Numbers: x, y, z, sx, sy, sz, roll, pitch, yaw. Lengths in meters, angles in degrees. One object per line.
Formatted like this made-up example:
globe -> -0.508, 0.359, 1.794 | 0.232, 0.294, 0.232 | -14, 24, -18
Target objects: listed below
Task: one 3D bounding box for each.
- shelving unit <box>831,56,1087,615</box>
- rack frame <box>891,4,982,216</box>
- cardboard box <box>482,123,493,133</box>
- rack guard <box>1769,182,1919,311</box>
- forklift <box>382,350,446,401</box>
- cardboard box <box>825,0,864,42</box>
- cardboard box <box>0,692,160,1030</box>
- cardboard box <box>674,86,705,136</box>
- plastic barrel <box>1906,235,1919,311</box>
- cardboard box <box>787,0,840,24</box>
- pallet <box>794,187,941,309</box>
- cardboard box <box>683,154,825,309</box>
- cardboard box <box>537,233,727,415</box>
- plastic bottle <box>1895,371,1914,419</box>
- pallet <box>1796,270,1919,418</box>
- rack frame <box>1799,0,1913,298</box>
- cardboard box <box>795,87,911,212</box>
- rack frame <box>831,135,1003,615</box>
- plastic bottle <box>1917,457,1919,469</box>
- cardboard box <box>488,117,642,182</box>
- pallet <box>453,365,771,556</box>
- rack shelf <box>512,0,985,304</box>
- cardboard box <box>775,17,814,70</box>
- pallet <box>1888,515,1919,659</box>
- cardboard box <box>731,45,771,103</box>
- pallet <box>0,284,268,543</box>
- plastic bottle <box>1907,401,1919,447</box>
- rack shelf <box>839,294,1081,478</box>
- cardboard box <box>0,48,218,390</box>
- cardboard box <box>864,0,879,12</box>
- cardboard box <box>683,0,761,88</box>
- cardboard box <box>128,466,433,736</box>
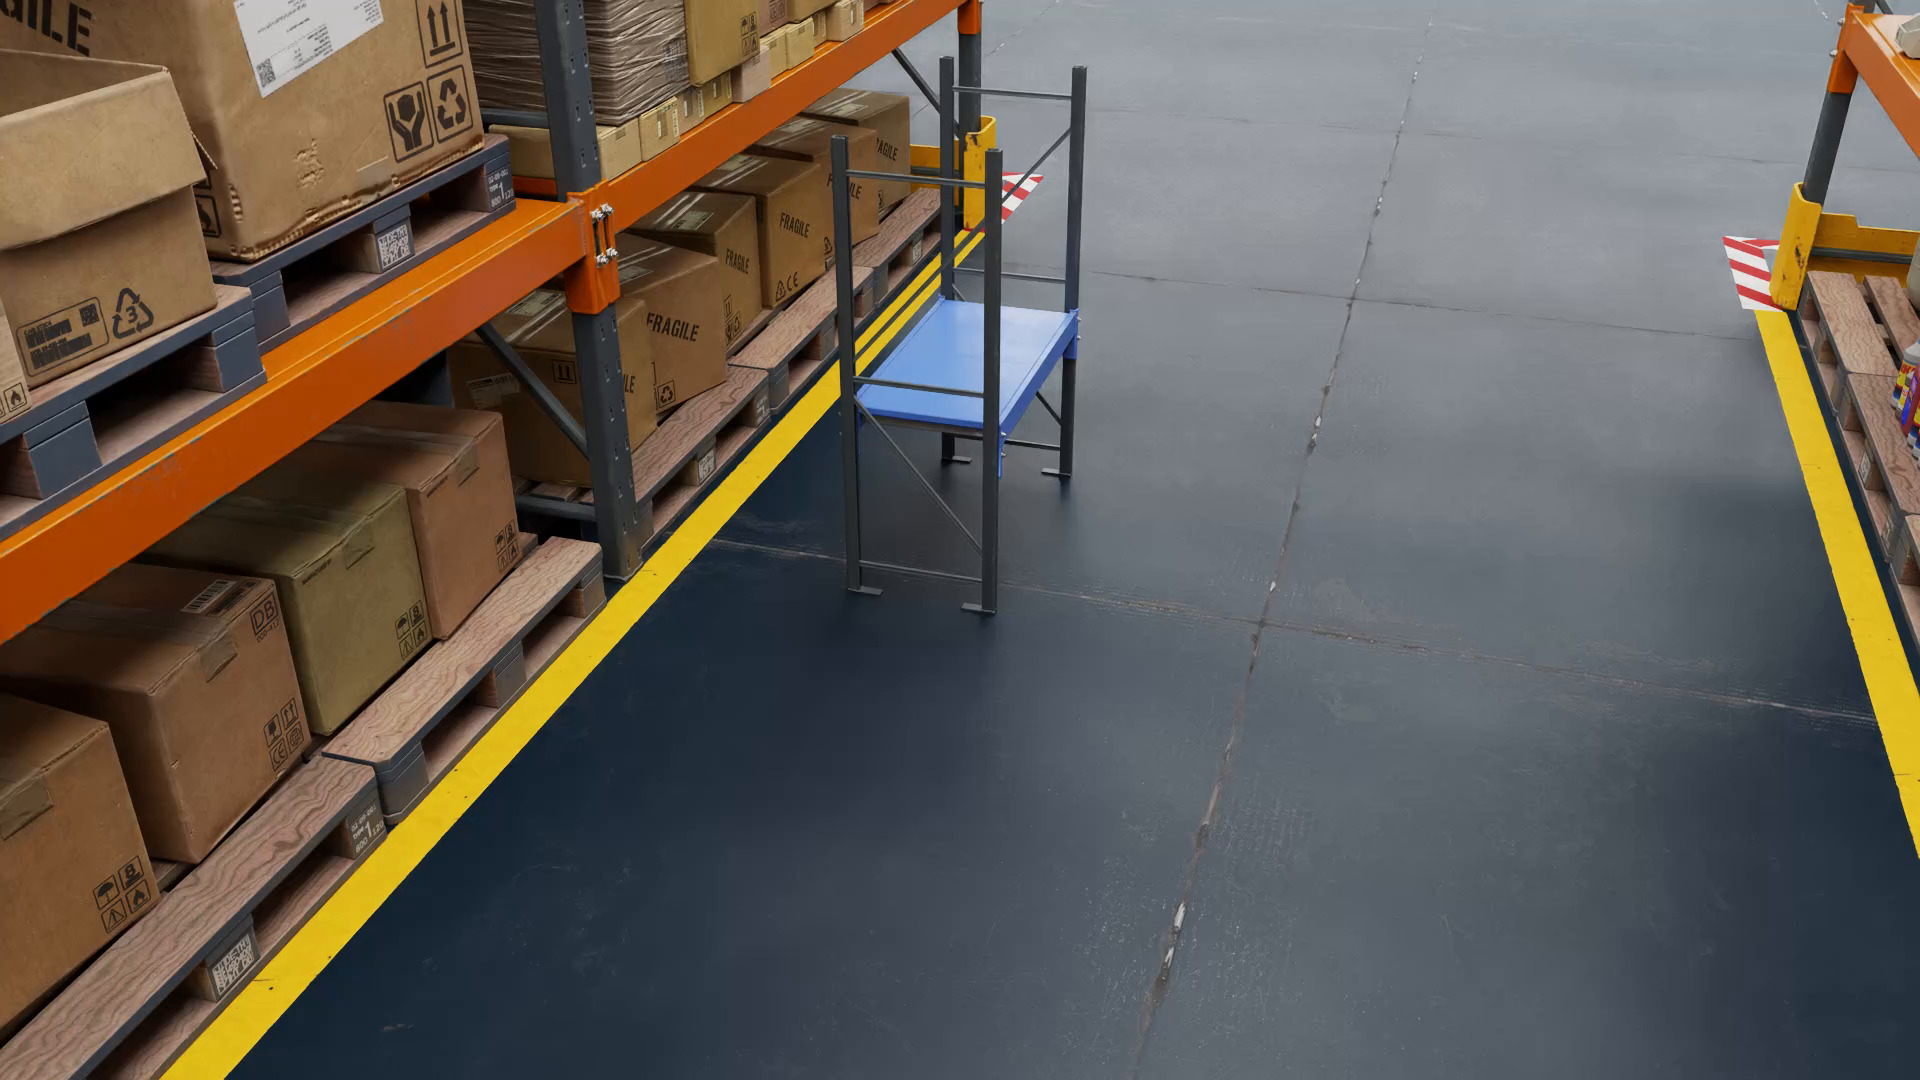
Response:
shelving unit -> 0.025, -0.695, 5.457 | 0.538, 1.500, 1.048 | 8, 30, 15
rack frame -> -0.385, -3.124, 8.281 | 1.000, 3.000, 0.127 | 8, 30, 15
cardboard box -> -1.695, -1.412, 5.462 | 0.380, 0.149, 0.250 | 8, 30, 15
rack guard -> 4.372, -1.283, 7.542 | 1.175, 0.500, 0.348 | 8, 30, 15
forklift -> -3.036, -1.441, 5.325 | 1.130, 2.935, 3.031 | 8, 30, 14
cardboard box -> -0.611, -2.140, 6.771 | 0.380, 0.149, 0.250 | 8, 30, 15
cardboard box -> -2.246, 0.655, 3.605 | 0.700, 0.500, 0.500 | 11, 31, 19
cardboard box -> -1.076, -1.447, 5.524 | 0.380, 0.149, 0.250 | 8, 30, 15
plastic barrel -> 4.229, -1.197, 6.943 | 0.421, 0.512, 0.421 | 0, 29, 0
cardboard box -> -0.951, -2.340, 6.462 | 0.875, 0.500, 0.500 | 8, 30, 15
pallet -> -0.680, -1.498, 8.225 | 1.003, 0.211, 1.213 | 8, 30, 15
cardboard box -> -0.929, -1.357, 7.243 | 0.500, 0.500, 0.500 | 11, 31, 20
cardboard box -> -1.243, -0.804, 6.249 | 0.500, 0.500, 0.500 | 19, 34, 30
plastic bottle -> 3.489, -0.541, 6.062 | 0.097, 0.201, 0.097 | 0, 29, 0
pallet -> 4.129, -0.780, 6.935 | 1.003, 0.211, 1.213 | 8, 30, 15
rack frame -> 4.350, -2.417, 7.010 | 1.000, 3.000, 0.127 | 8, 30, 15
cardboard box -> -0.585, -1.928, 8.269 | 0.500, 0.500, 0.500 | 14, 32, 24
rack frame -> -0.124, -0.459, 5.032 | 0.500, 1.500, 0.032 | 8, 30, 15
plastic bottle -> 3.360, -0.337, 5.696 | 0.097, 0.201, 0.097 | 0, 29, 0
cardboard box -> -1.209, -1.213, 5.103 | 0.380, 0.149, 0.250 | 8, 30, 15
pallet -> -1.396, -0.364, 6.187 | 1.003, 0.211, 1.213 | 8, 30, 15
rack shelf -> -0.972, -1.880, 6.785 | 1.077, 0.370, 4.000 | 8, 30, 15
cardboard box -> -0.781, -1.912, 6.359 | 0.380, 0.149, 0.250 | 8, 30, 15
pallet -> 3.412, 0.354, 4.897 | 1.003, 0.211, 1.213 | 8, 30, 15
cardboard box -> -0.899, -1.675, 5.934 | 0.380, 0.149, 0.250 | 8, 30, 15
pallet -> -2.192, -0.248, 3.308 | 1.003, 0.211, 1.213 | 8, 30, 15
plastic bottle -> 3.419, -0.460, 5.845 | 0.097, 0.271, 0.097 | 0, 29, 0
rack shelf -> 0.025, -0.538, 5.544 | 0.538, 0.185, 1.000 | 8, 30, 15
cardboard box -> -1.980, -0.675, 3.340 | 0.797, 0.503, 0.637 | 12, 31, 20
cardboard box -> -0.571, -2.389, 7.217 | 0.380, 0.149, 0.250 | 8, 30, 15
cardboard box -> -1.188, -1.867, 5.611 | 0.875, 0.500, 0.500 | 8, 30, 15
cardboard box -> -1.918, 0.136, 4.539 | 0.700, 0.500, 0.500 | 8, 30, 15
